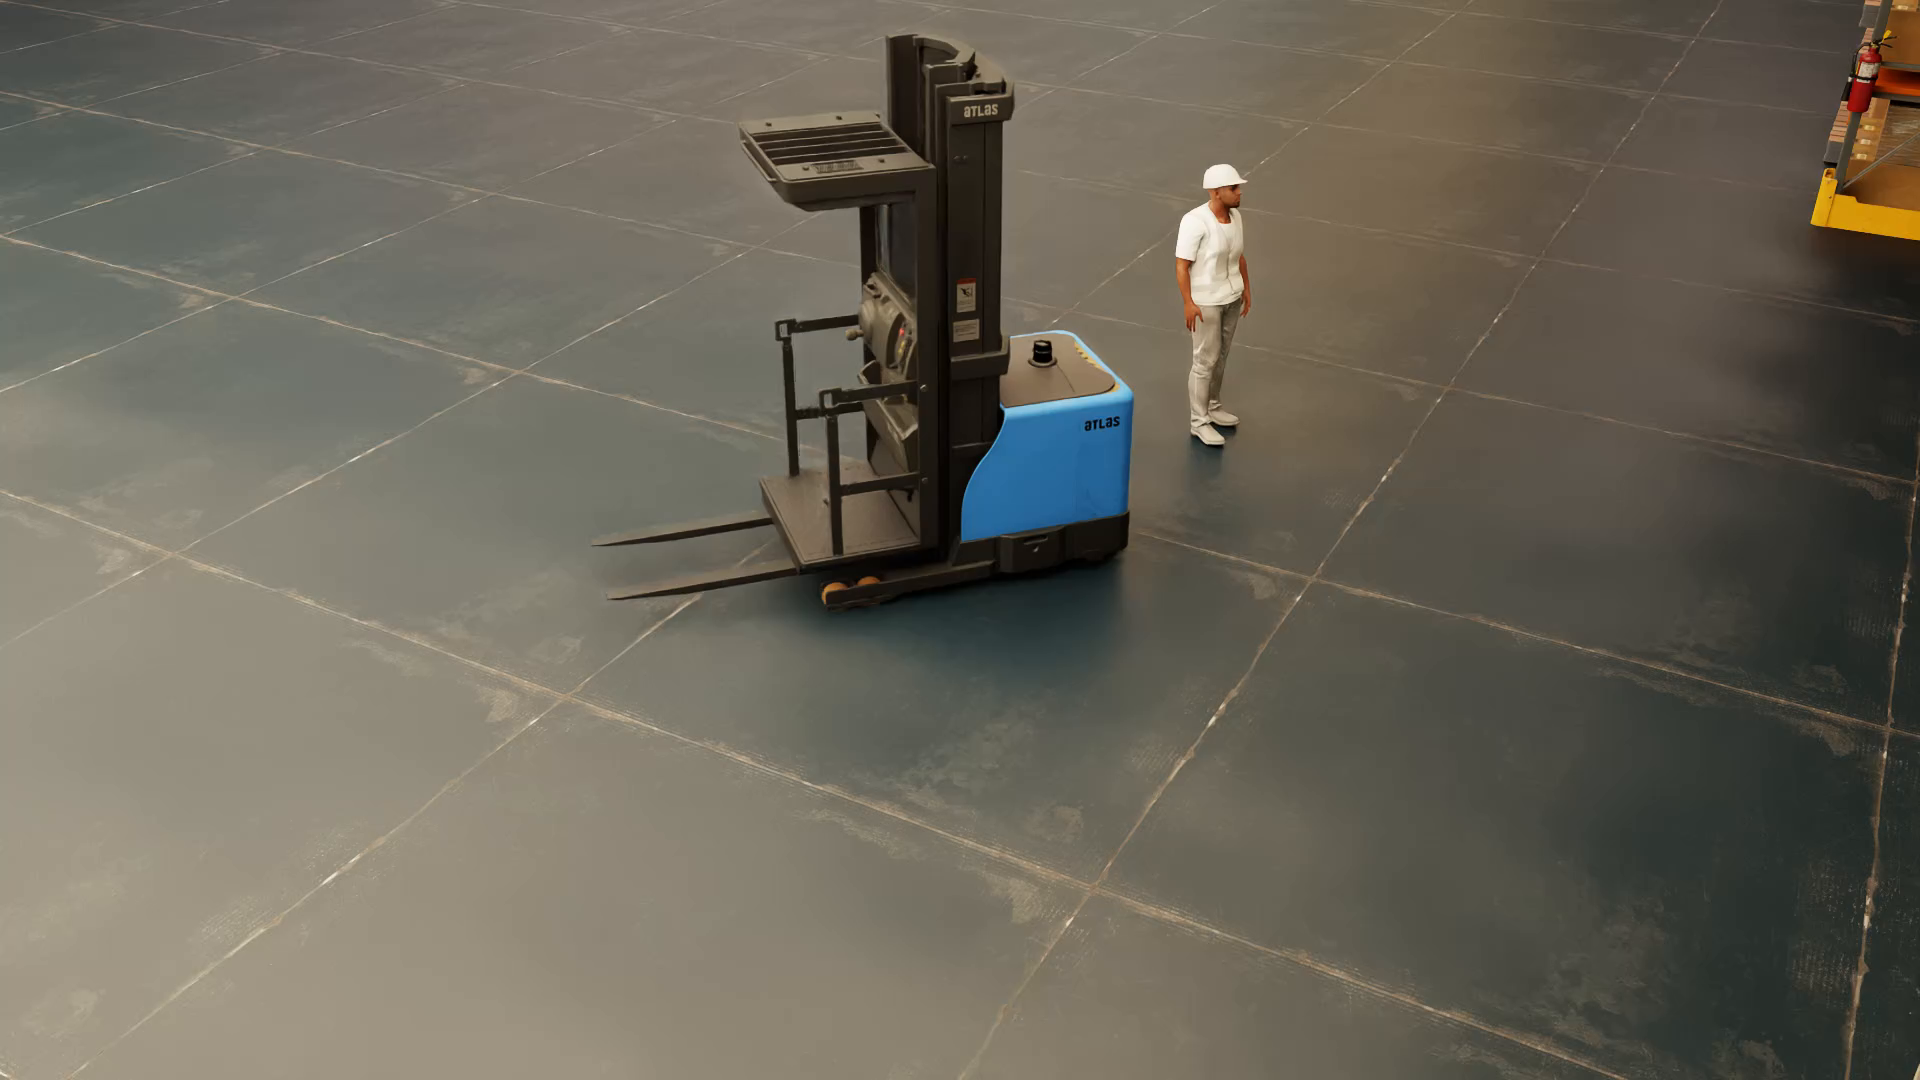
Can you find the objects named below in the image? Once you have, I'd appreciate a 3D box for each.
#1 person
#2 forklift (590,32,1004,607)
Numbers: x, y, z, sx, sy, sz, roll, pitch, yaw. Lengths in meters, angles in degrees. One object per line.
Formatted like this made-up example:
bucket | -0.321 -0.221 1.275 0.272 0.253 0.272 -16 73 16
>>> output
person | 1.735 -1.571 10.943 0.666 1.765 0.578 -26 39 -37
forklift | -0.586 -1.162 9.084 3.031 2.935 1.121 -10 31 -16
